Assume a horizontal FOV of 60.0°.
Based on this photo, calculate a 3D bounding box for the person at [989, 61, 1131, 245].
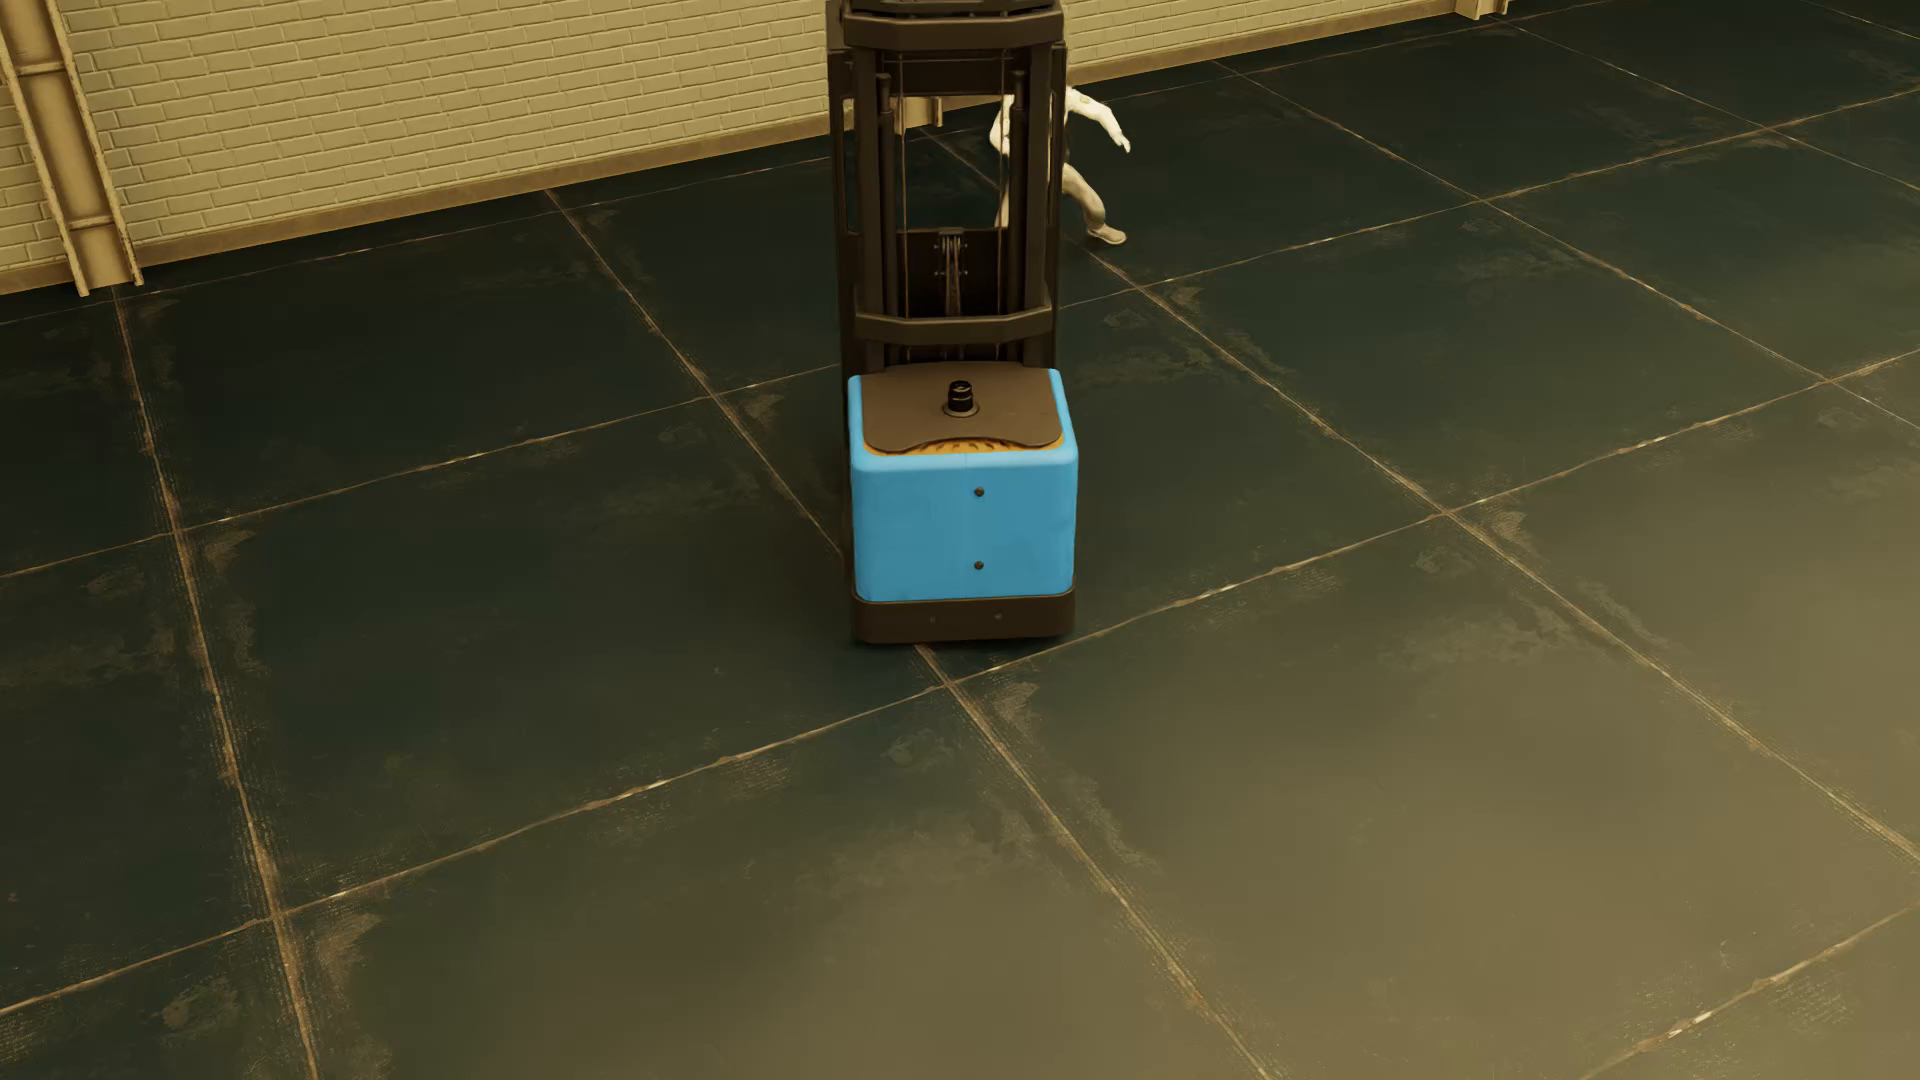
[{"bbox_3d":[0.621,-2.418,10.801,1.246,1.474,0.794,-9,36,-12],"label":"person"}]

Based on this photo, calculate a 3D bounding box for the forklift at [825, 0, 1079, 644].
[{"bbox_3d":[-0.078,-1.536,8.297,1.130,2.935,3.031,-2,35,-3],"label":"forklift"}]
